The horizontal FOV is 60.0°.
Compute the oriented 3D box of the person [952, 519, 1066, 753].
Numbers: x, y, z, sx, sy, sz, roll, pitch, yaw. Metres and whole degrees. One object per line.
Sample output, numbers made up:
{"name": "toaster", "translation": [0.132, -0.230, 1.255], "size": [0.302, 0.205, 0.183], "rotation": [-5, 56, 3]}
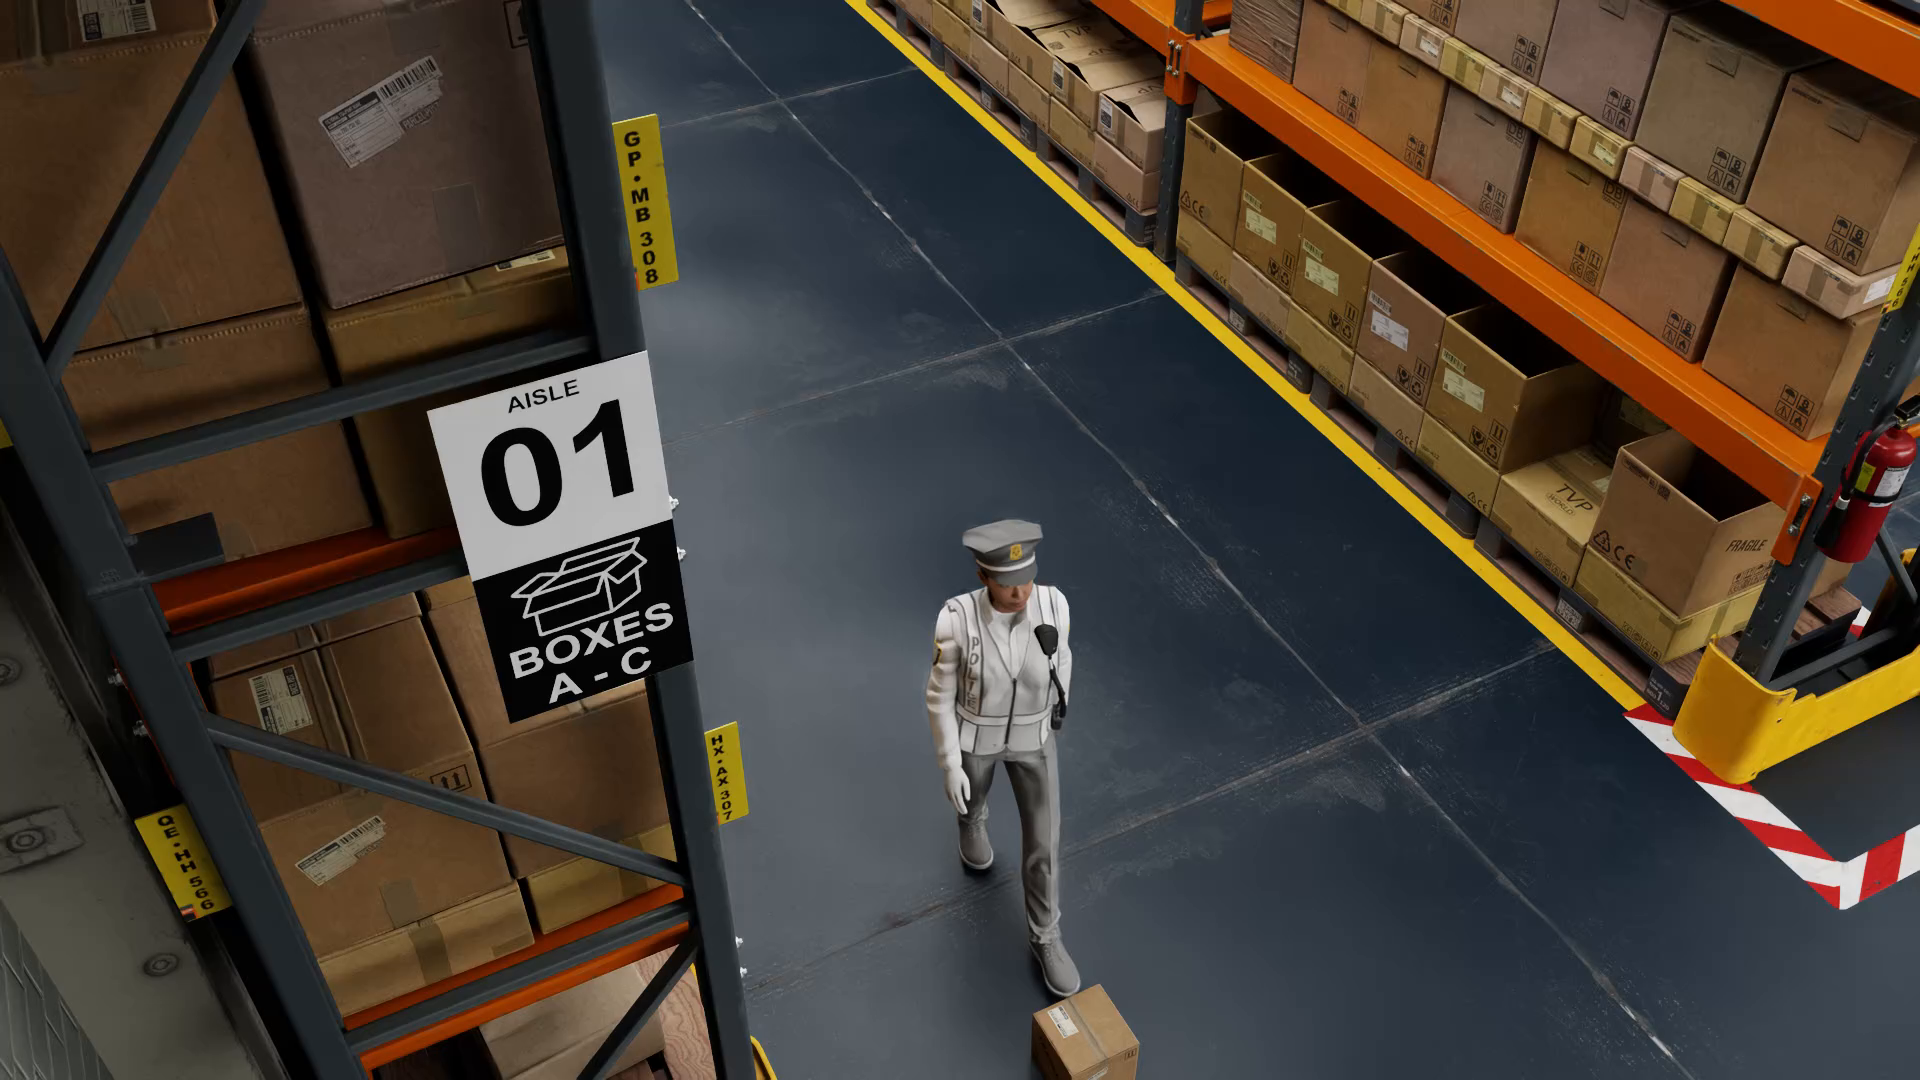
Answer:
{"name": "person", "translation": [0.144, 0.288, 5.183], "size": [0.362, 0.831, 0.349], "rotation": [-5, 42, -5]}
